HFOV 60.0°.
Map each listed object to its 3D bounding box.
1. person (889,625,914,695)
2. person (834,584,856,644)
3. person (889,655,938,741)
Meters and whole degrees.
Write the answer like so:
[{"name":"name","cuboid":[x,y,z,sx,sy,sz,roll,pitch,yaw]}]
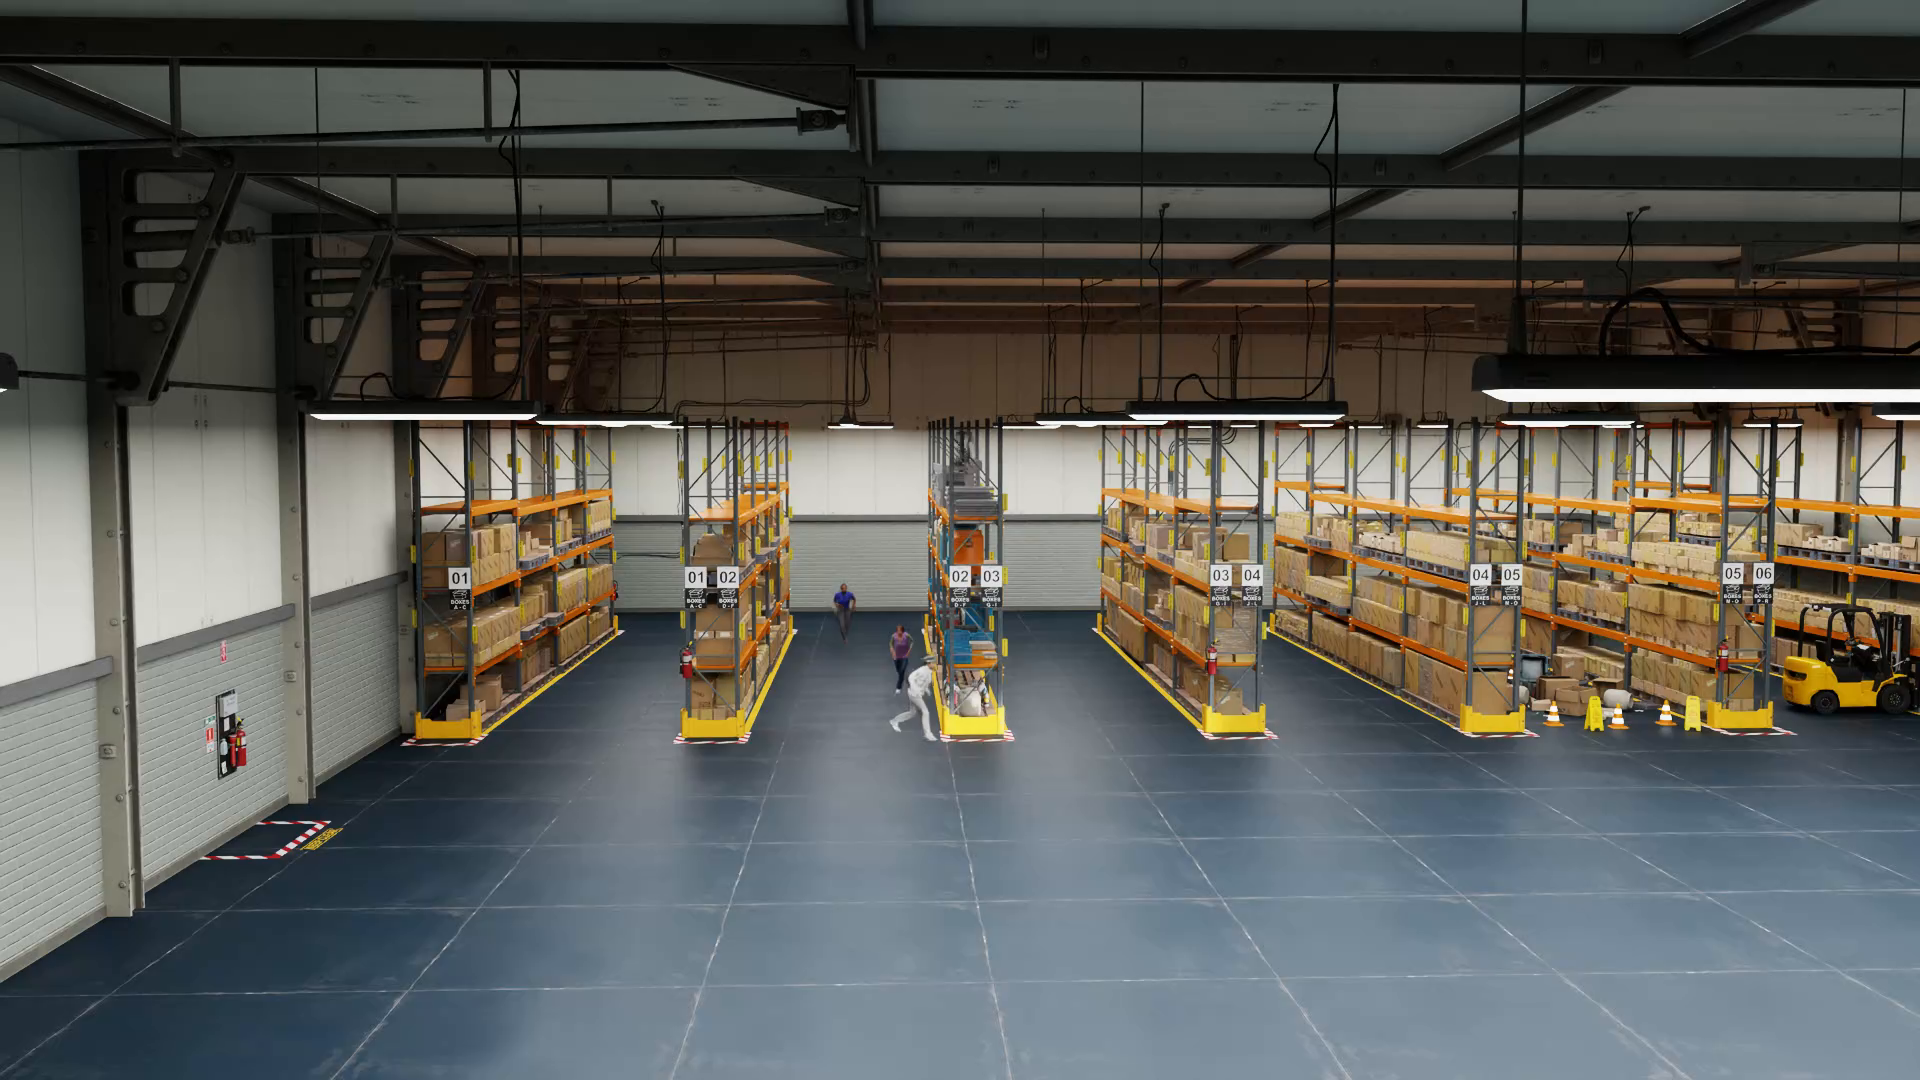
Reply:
[{"name":"person","cuboid":[-1.290,2.598,36.508,0.526,1.548,0.822,0,4,0]},{"name":"person","cuboid":[-2.967,1.904,42.811,0.562,1.581,0.672,0,4,-2]},{"name":"person","cuboid":[-0.879,2.931,30.894,0.964,1.630,0.646,2,4,22]}]
